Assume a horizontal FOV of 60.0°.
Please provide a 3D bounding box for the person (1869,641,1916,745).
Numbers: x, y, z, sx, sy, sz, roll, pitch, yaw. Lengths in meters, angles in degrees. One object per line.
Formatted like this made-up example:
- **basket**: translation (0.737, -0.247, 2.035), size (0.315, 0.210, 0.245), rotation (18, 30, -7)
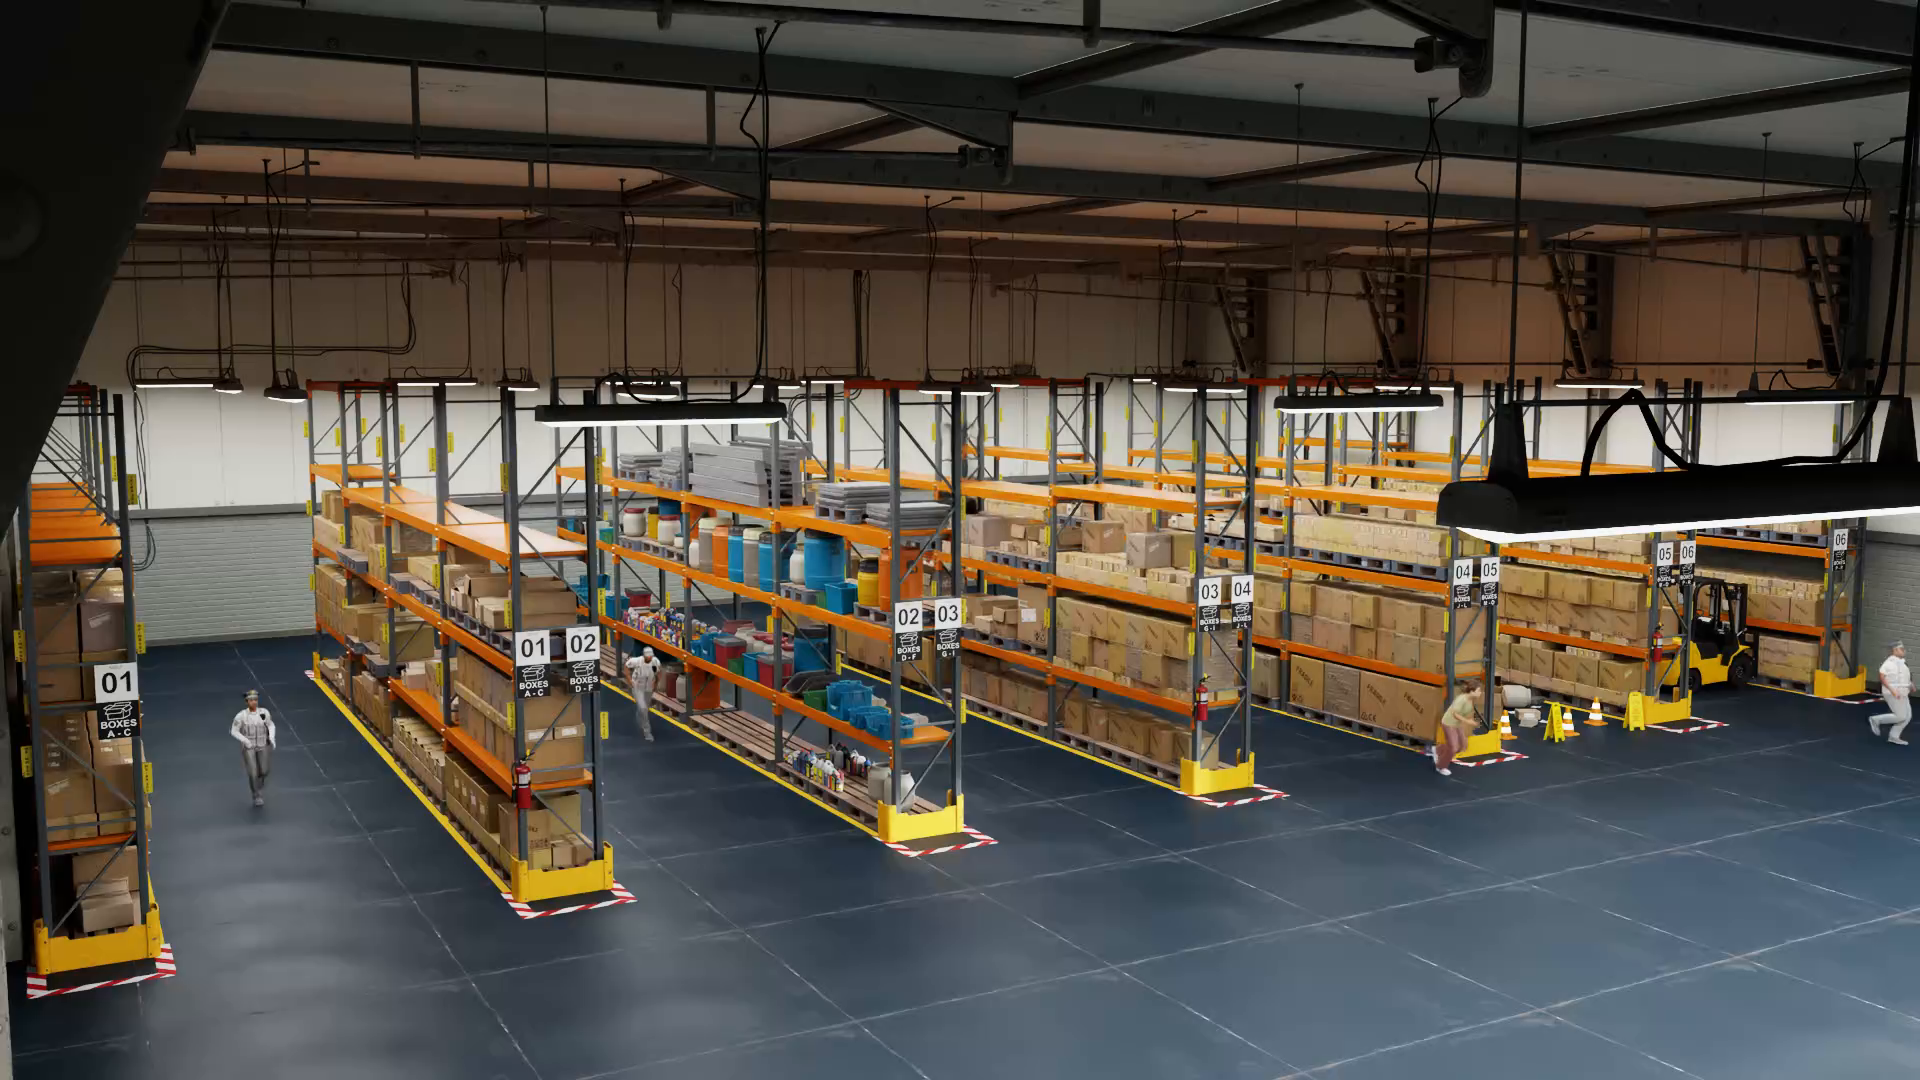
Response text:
- **person**: translation (15.578, 2.530, 27.754), size (0.677, 1.742, 0.608), rotation (-6, 8, -42)

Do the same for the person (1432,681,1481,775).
- **person**: translation (7.664, 2.877, 25.621), size (0.768, 1.495, 0.600), rotation (5, 8, 38)

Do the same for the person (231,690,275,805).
- **person**: translation (-10.157, 2.975, 23.958), size (0.616, 1.659, 0.514), rotation (-4, 7, -34)

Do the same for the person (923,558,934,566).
- **person**: translation (-0.898, 1.105, 41.142), size (0.729, 1.701, 0.702), rotation (6, 8, 44)

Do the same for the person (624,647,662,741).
- **person**: translation (-5.396, 2.567, 28.275), size (0.642, 1.627, 1.020), rotation (-3, 7, -23)
